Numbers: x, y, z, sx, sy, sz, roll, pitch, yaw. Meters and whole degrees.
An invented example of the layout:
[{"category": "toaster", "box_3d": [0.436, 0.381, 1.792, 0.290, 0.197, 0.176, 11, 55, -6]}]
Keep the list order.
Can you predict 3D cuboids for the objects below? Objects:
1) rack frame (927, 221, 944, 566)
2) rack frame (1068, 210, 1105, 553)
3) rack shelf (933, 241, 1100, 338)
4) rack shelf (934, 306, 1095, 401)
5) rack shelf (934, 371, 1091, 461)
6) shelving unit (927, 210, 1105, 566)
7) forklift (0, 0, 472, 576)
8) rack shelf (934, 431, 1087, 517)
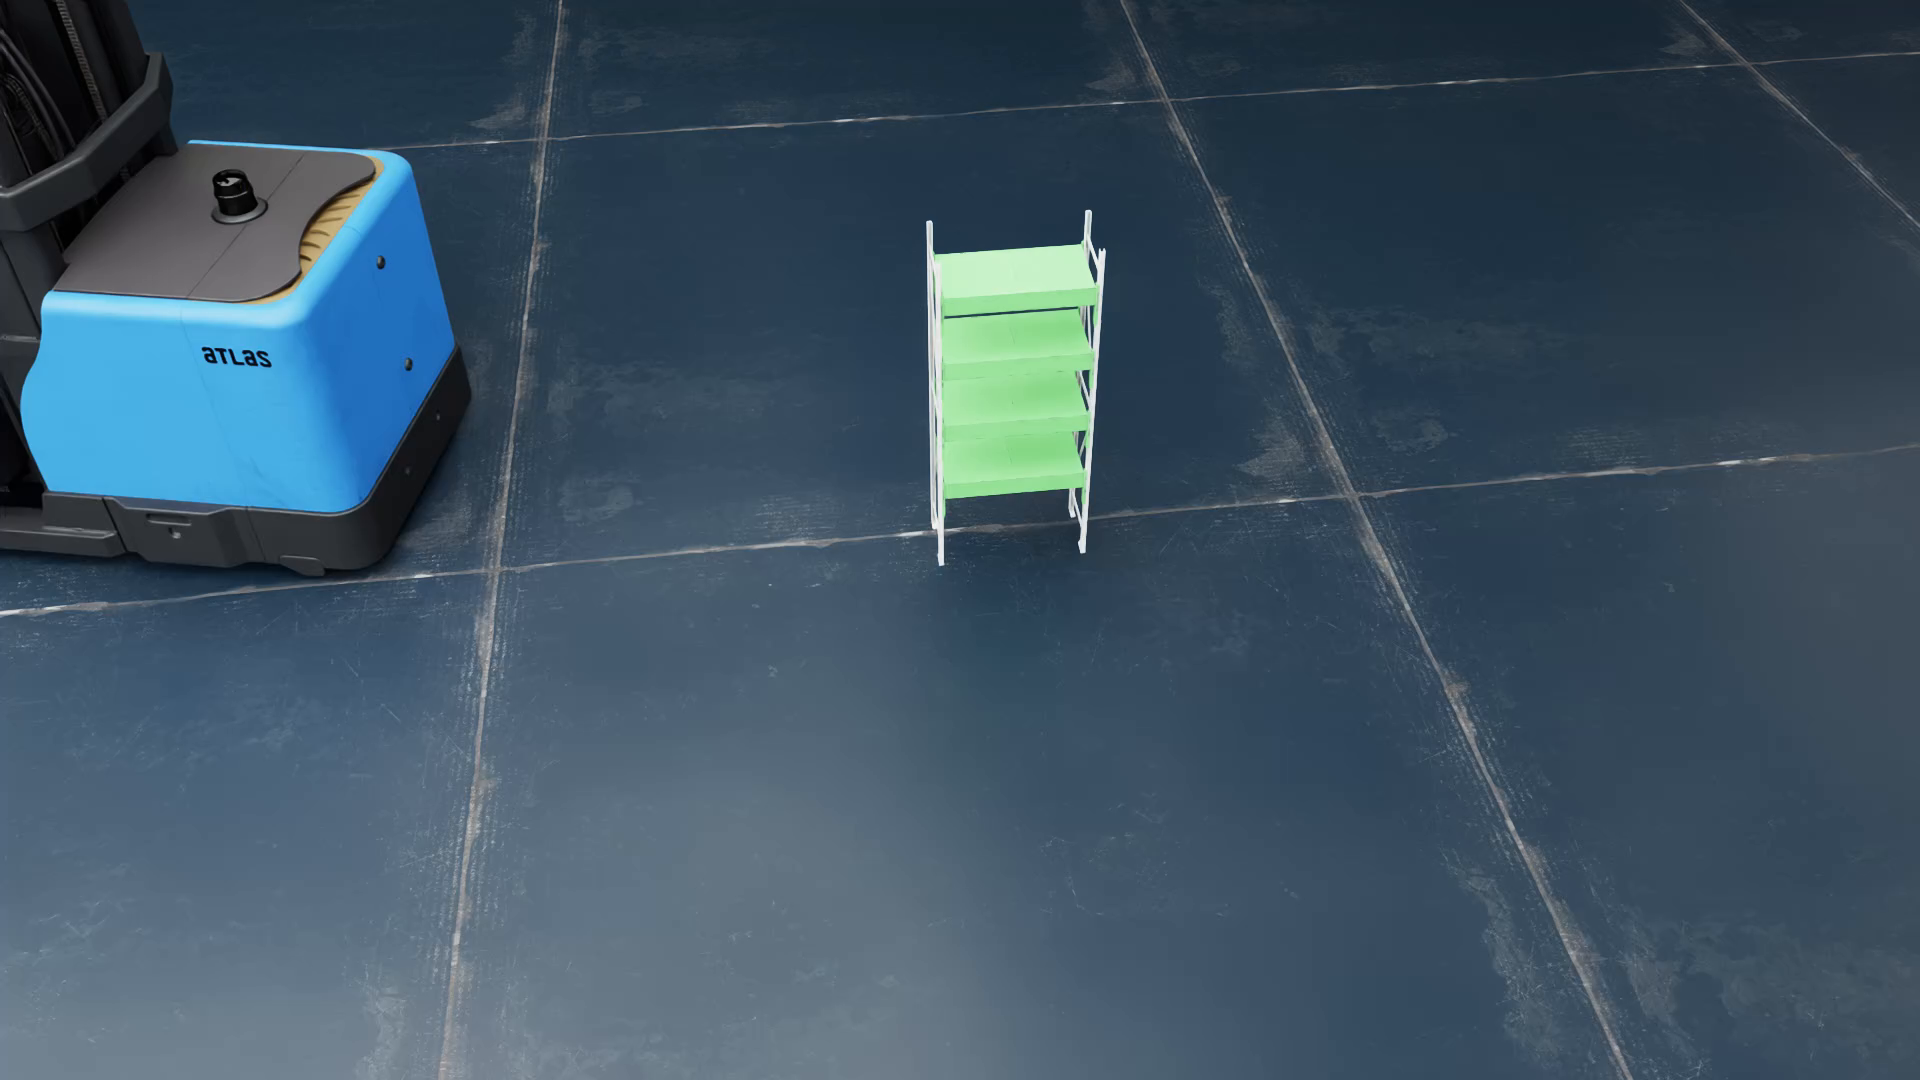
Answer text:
[{"category": "rack frame", "box_3d": [-0.078, -0.439, 5.341, 0.015, 1.200, 0.240, -5, 42, -6]}, {"category": "rack frame", "box_3d": [0.406, -0.481, 5.388, 0.015, 1.200, 0.240, -5, 42, -6]}, {"category": "rack shelf", "box_3d": [0.164, -0.769, 5.085, 0.480, 0.148, 0.258, -5, 42, -6]}, {"category": "rack shelf", "box_3d": [0.164, -0.591, 5.246, 0.480, 0.148, 0.258, -5, 42, -6]}, {"category": "rack shelf", "box_3d": [0.164, -0.412, 5.407, 0.480, 0.148, 0.258, -5, 42, -6]}, {"category": "shelving unit", "box_3d": [0.164, -0.460, 5.364, 0.503, 1.200, 0.258, -5, 42, -6]}, {"category": "forklift", "box_3d": [-3.383, -1.394, 5.107, 3.031, 2.935, 1.130, 4, 42, 5]}, {"category": "rack shelf", "box_3d": [0.164, -0.234, 5.568, 0.480, 0.148, 0.258, -5, 42, -6]}]
